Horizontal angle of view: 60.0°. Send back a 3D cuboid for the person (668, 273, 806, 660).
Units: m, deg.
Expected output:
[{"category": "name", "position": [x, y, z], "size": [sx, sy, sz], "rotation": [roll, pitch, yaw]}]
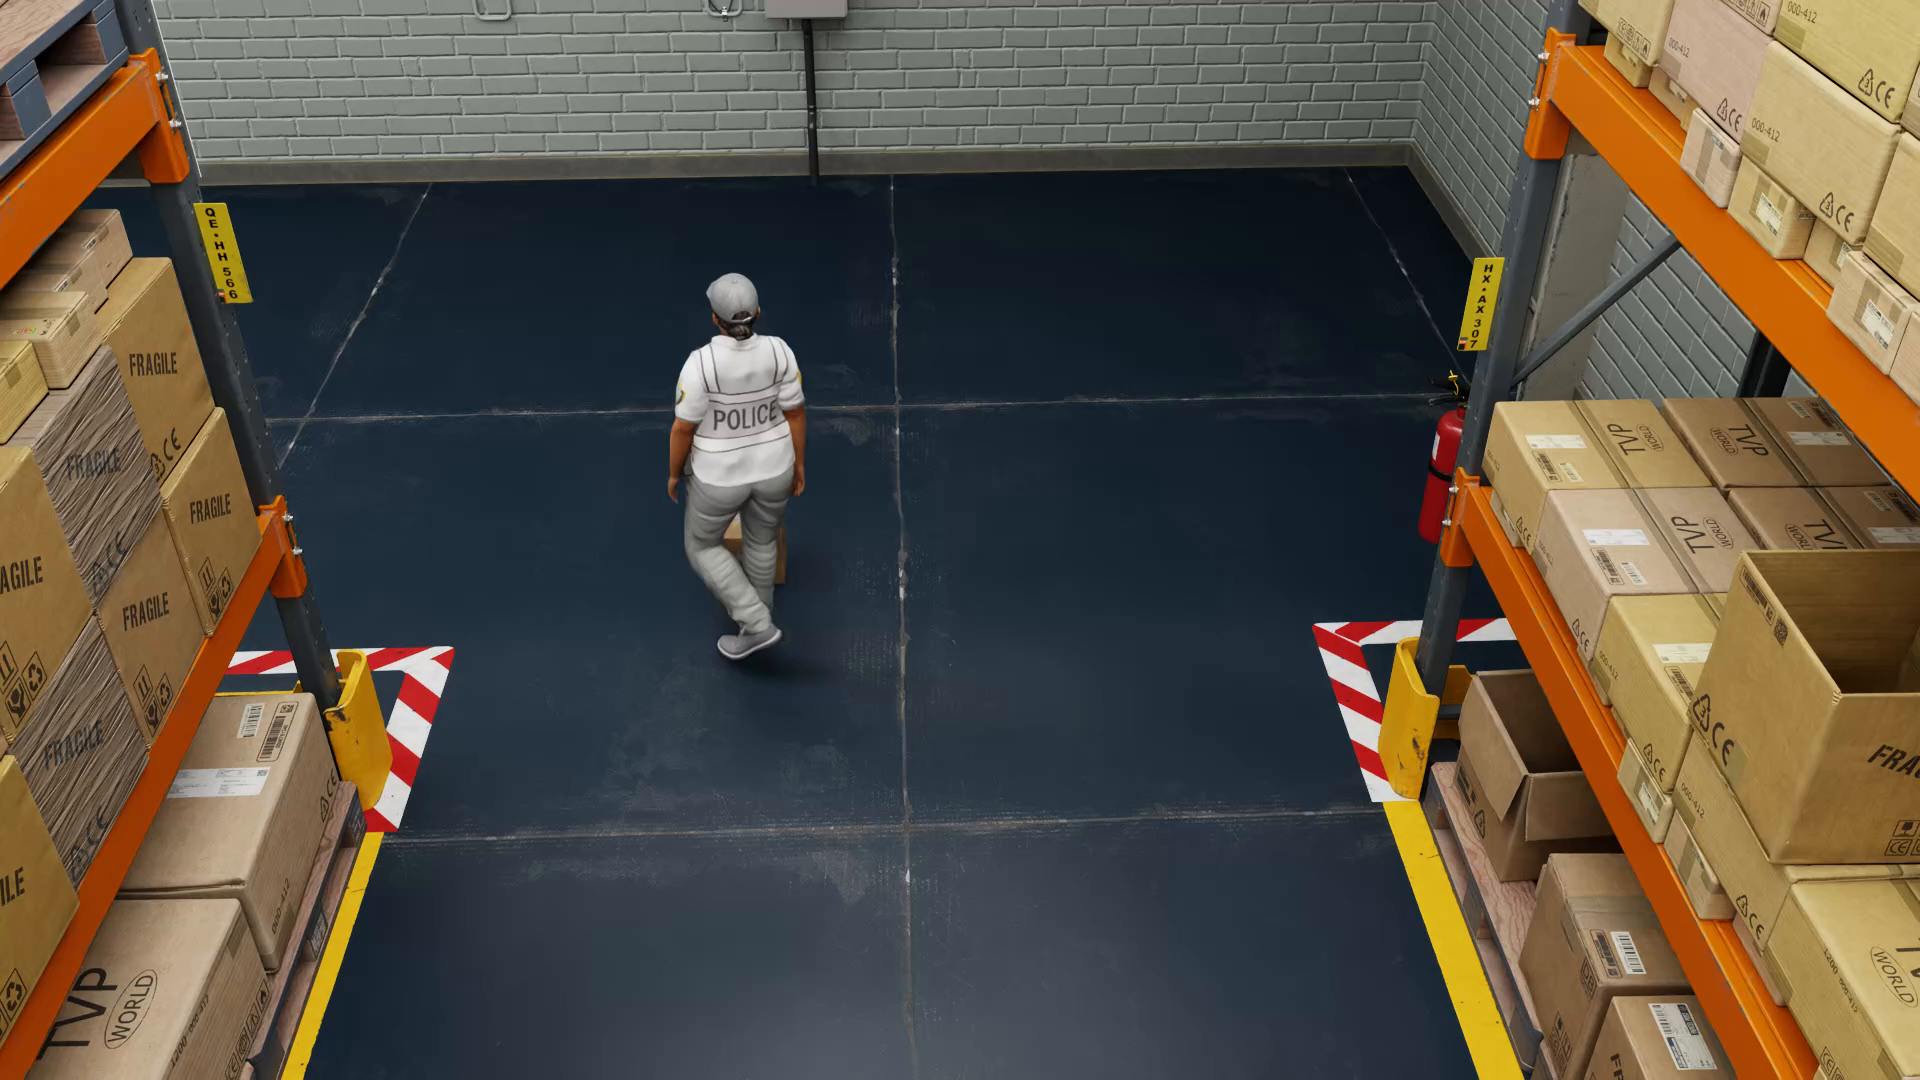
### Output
[{"category": "person", "position": [-0.852, -0.257, 6.483], "size": [0.541, 1.666, 0.524], "rotation": [-17, 39, -22]}]
